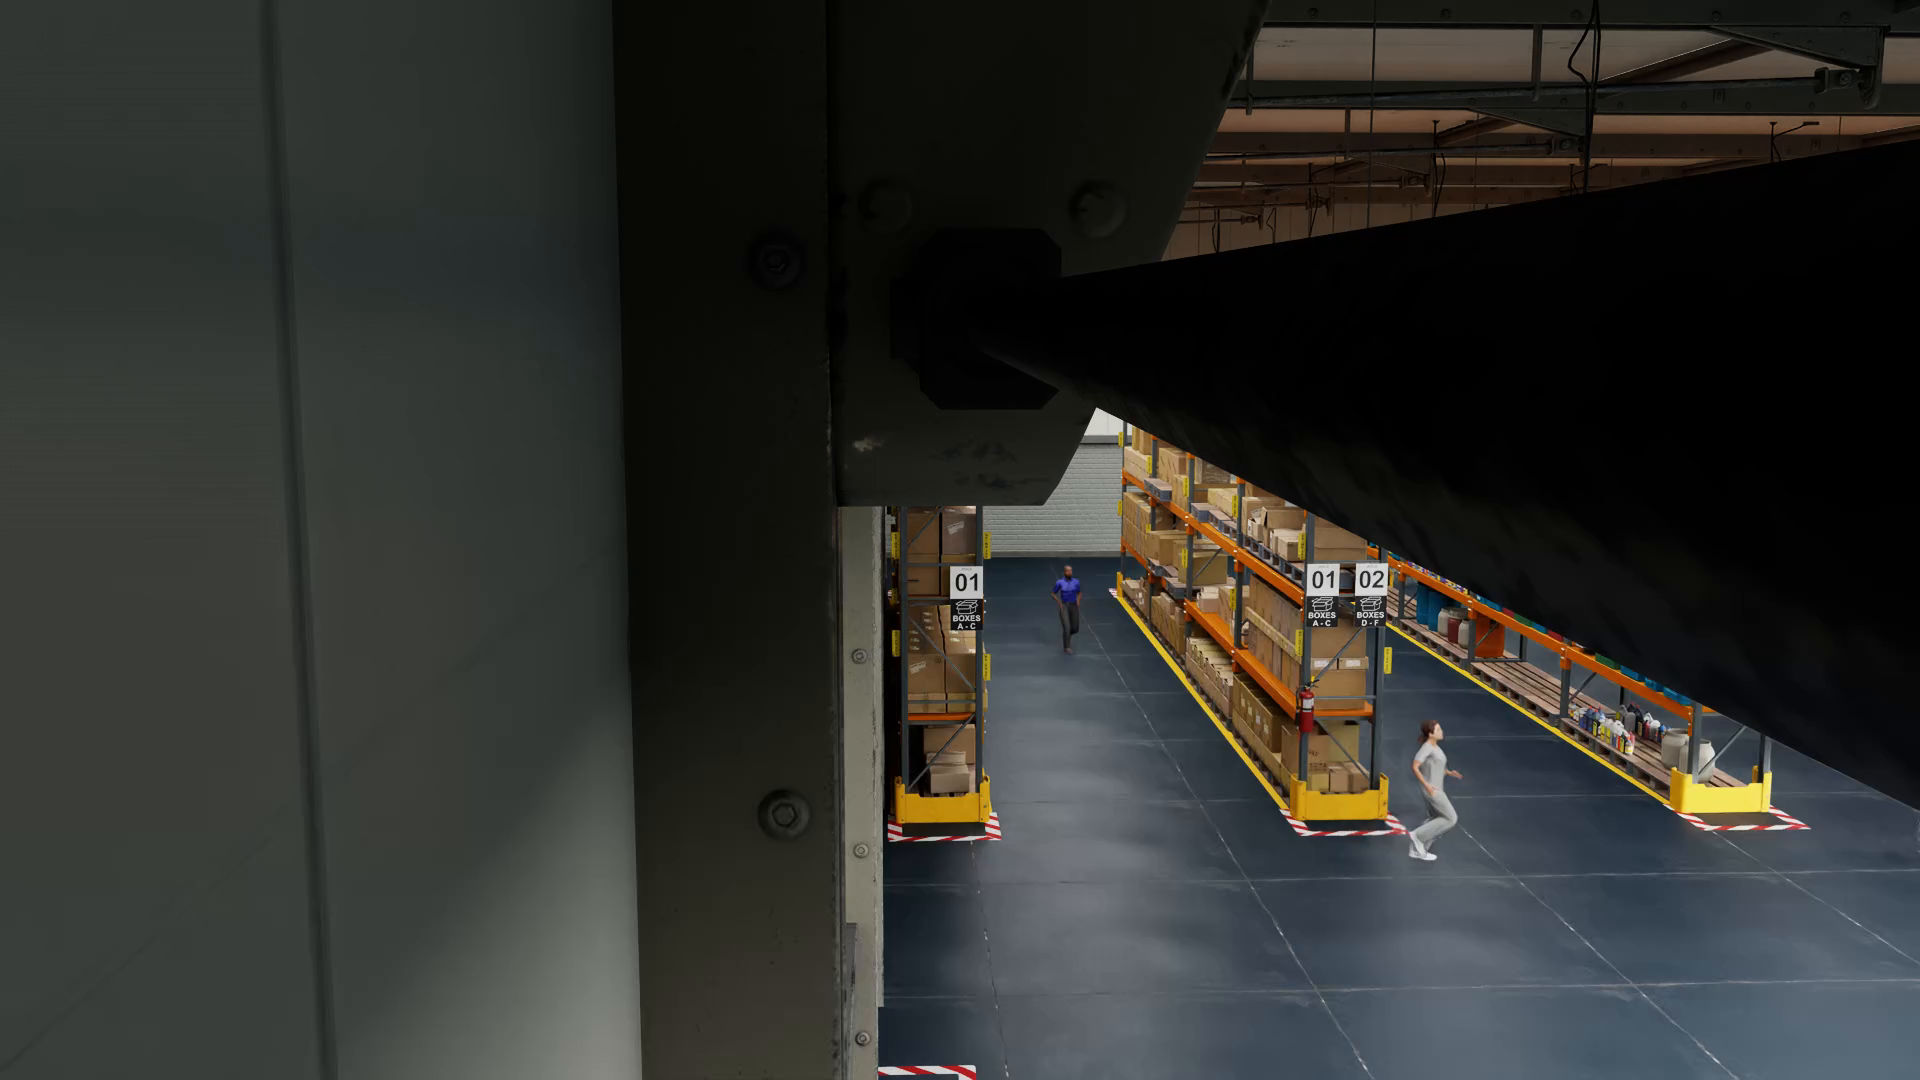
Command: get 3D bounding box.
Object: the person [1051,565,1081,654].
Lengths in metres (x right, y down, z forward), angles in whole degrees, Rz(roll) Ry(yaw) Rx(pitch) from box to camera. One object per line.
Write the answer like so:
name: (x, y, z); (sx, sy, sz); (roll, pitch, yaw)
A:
person: (1.963, 1.255, 30.519); (0.575, 1.604, 0.579); (-2, 8, -13)

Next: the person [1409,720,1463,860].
person: (5.411, 2.854, 18.881); (0.552, 1.621, 0.553); (3, 9, 21)
